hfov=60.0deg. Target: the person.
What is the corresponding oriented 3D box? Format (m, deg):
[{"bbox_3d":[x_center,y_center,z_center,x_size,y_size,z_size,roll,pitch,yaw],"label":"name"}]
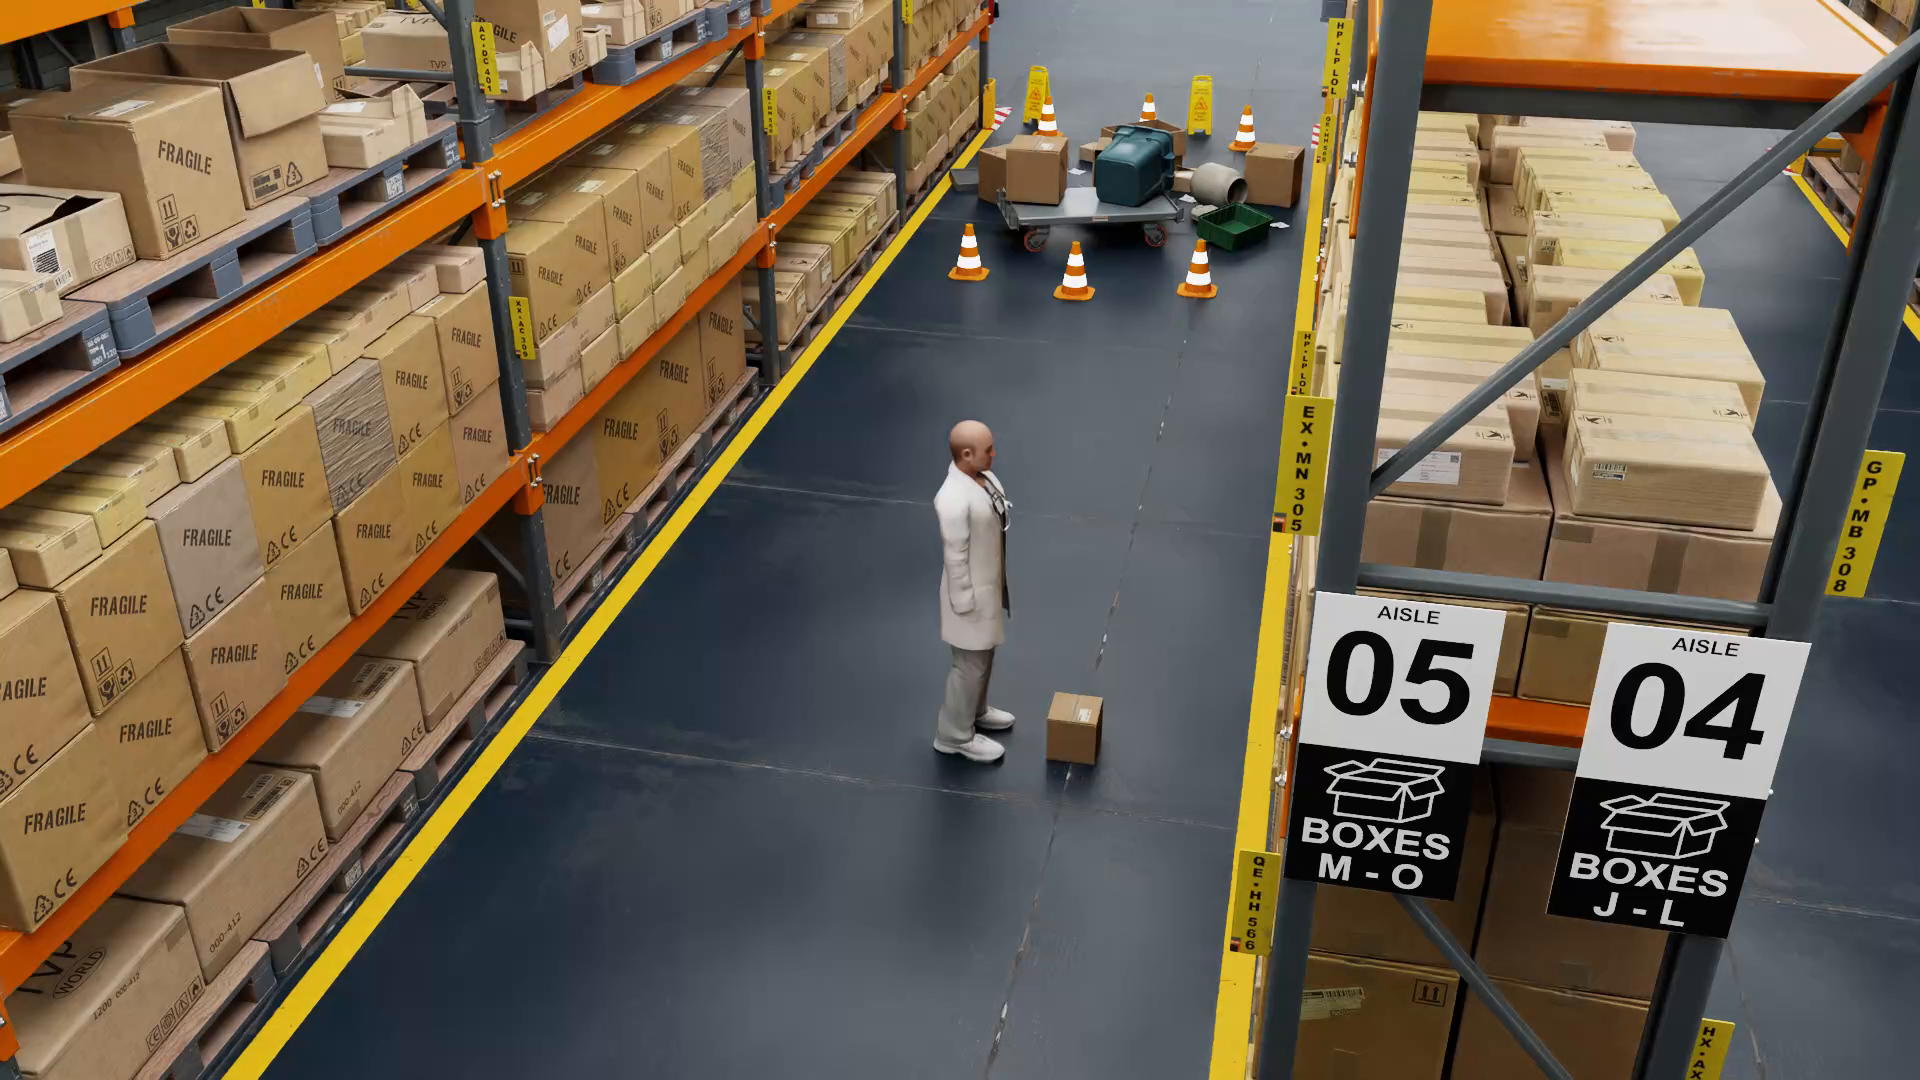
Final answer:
[{"bbox_3d":[0.081,0.231,8.217,0.379,1.775,0.562,6,29,12],"label":"person"}]
